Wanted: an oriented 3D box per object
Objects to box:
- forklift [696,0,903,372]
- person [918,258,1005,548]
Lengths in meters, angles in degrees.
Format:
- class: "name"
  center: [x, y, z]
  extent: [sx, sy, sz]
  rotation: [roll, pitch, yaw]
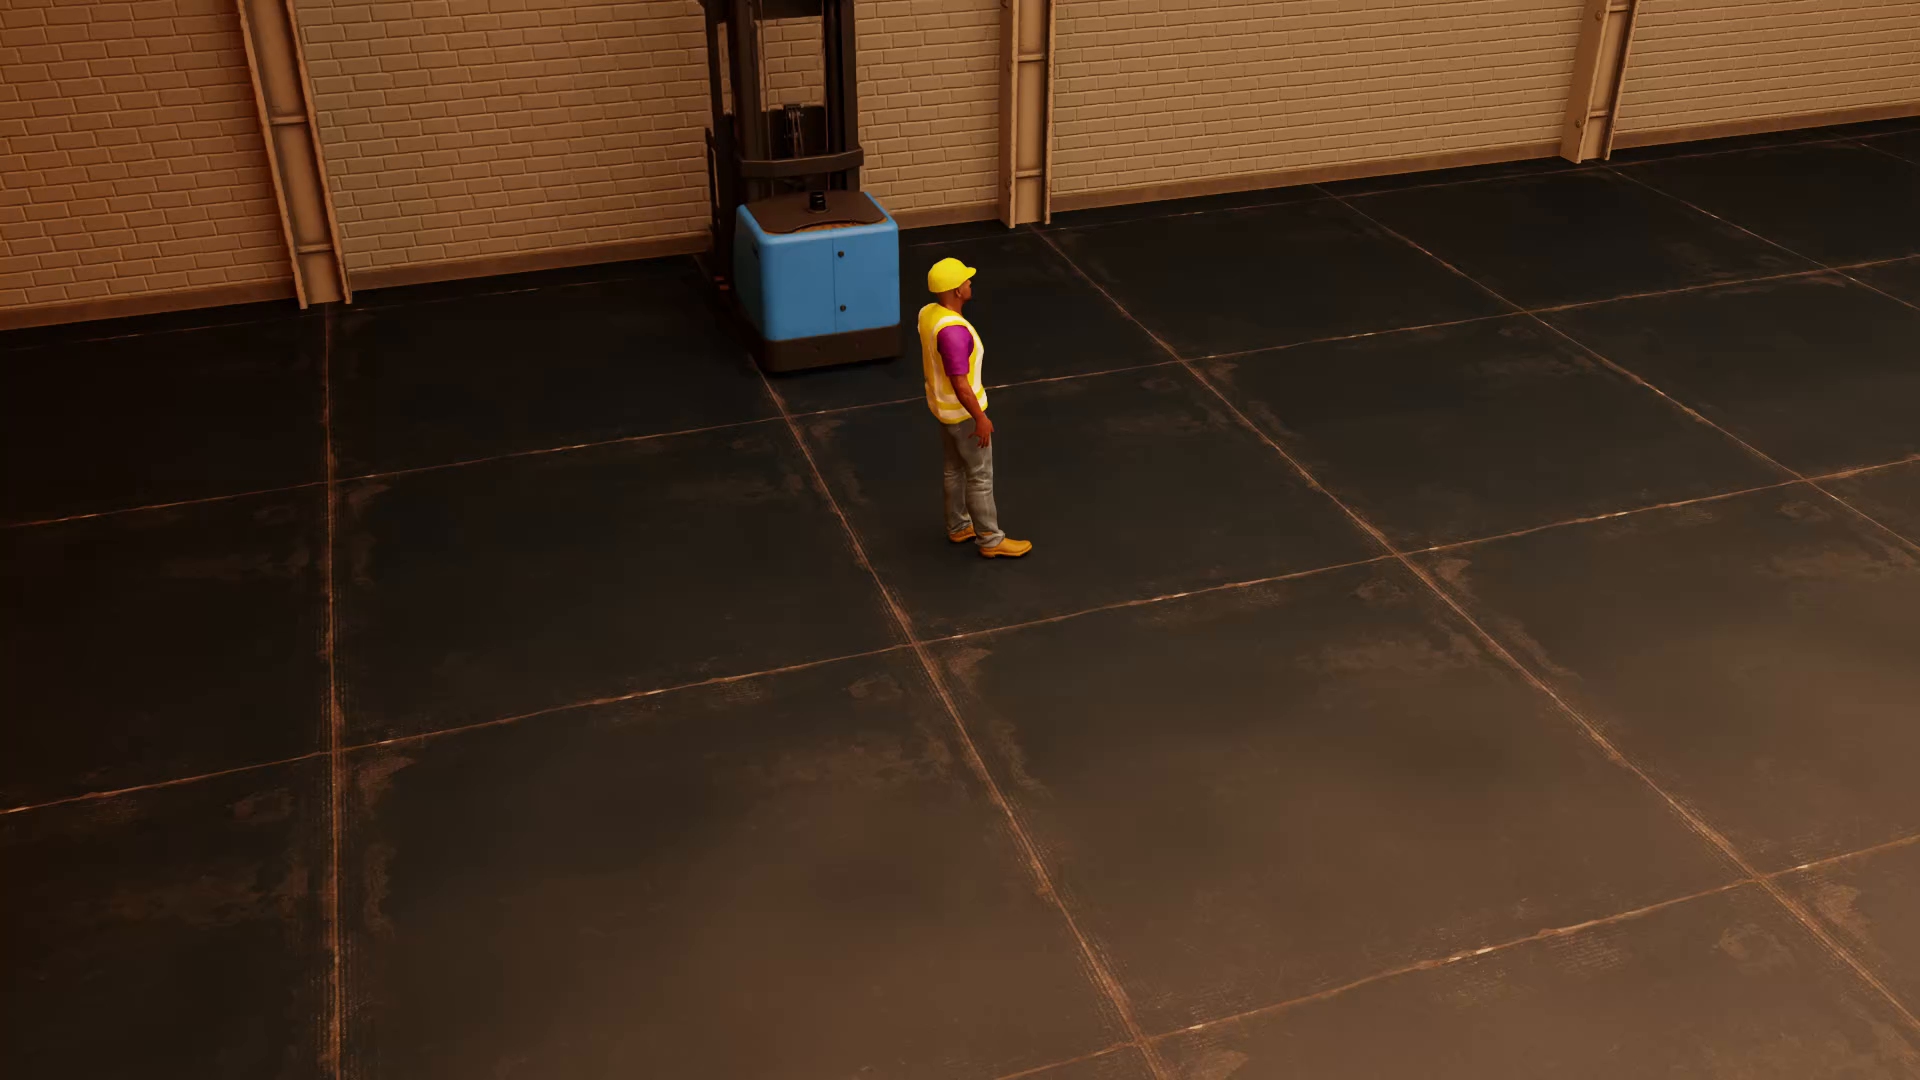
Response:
- class: "forklift"
  center: [-1.382, -3.201, 12.651]
  extent: [1.130, 2.935, 3.031]
  rotation: [-10, 31, -16]
- class: "person"
  center: [-0.006, -0.793, 9.561]
  extent: [0.418, 1.709, 0.666]
  rotation: [-10, 31, -16]
